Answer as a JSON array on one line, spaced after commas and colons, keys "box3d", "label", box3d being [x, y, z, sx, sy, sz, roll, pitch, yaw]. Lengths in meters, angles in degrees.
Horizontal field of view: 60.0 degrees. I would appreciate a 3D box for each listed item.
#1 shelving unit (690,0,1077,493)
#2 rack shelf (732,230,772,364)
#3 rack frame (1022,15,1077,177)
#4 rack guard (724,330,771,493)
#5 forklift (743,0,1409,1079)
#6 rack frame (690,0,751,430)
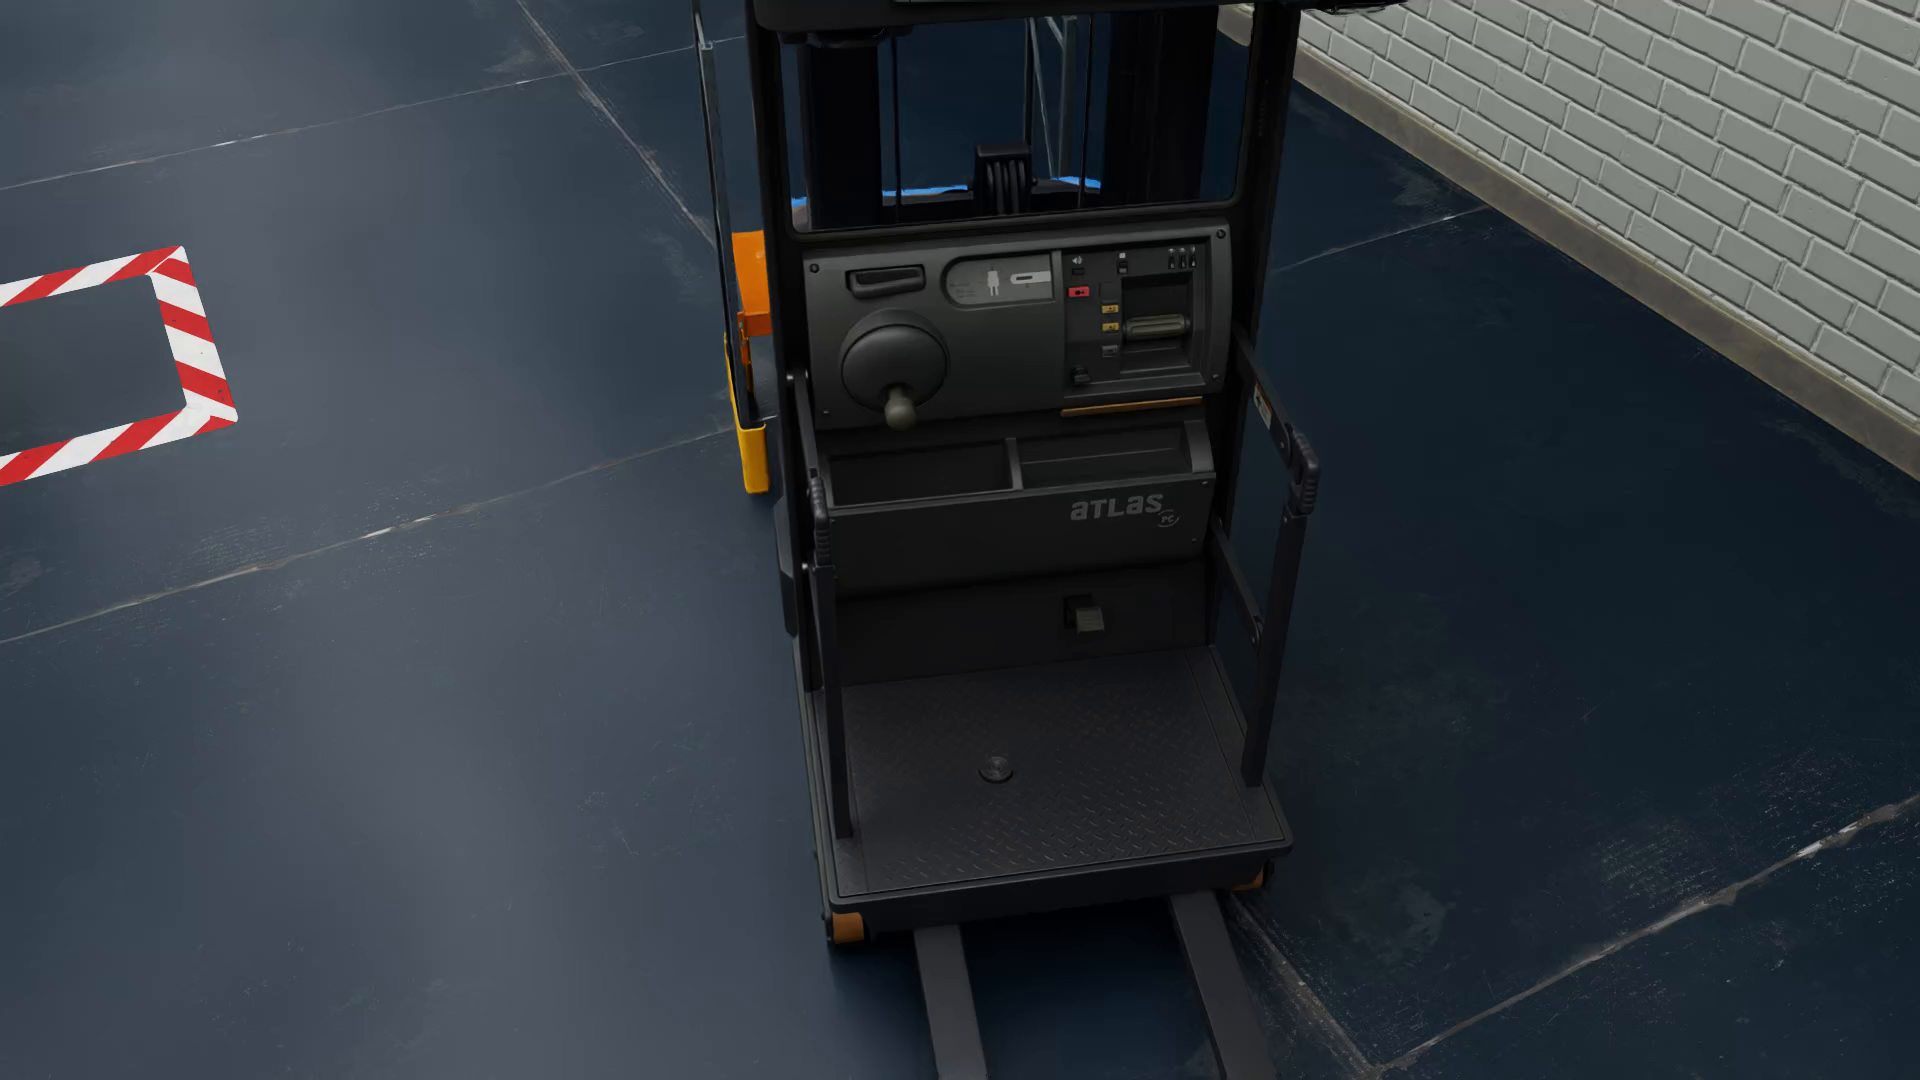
[{"box3d": [-0.226, -0.979, 5.246, 1.083, 1.500, 0.587, -7, 41, -9], "label": "shelving unit"}, {"box3d": [-0.235, -0.841, 5.361, 1.000, 0.185, 0.538, -7, 41, -9], "label": "rack shelf"}, {"box3d": [0.264, -1.043, 5.321, 0.032, 1.500, 0.500, -7, 41, -9], "label": "rack frame"}, {"box3d": [-0.714, -0.439, 5.575, 0.087, 0.250, 0.587, -7, 41, -9], "label": "rack guard"}, {"box3d": [0.169, -0.386, 3.437, 1.130, 2.935, 3.031, -6, 41, -7], "label": "forklift"}, {"box3d": [-0.733, -0.913, 5.168, 0.032, 1.500, 0.500, -7, 41, -9], "label": "rack frame"}]
